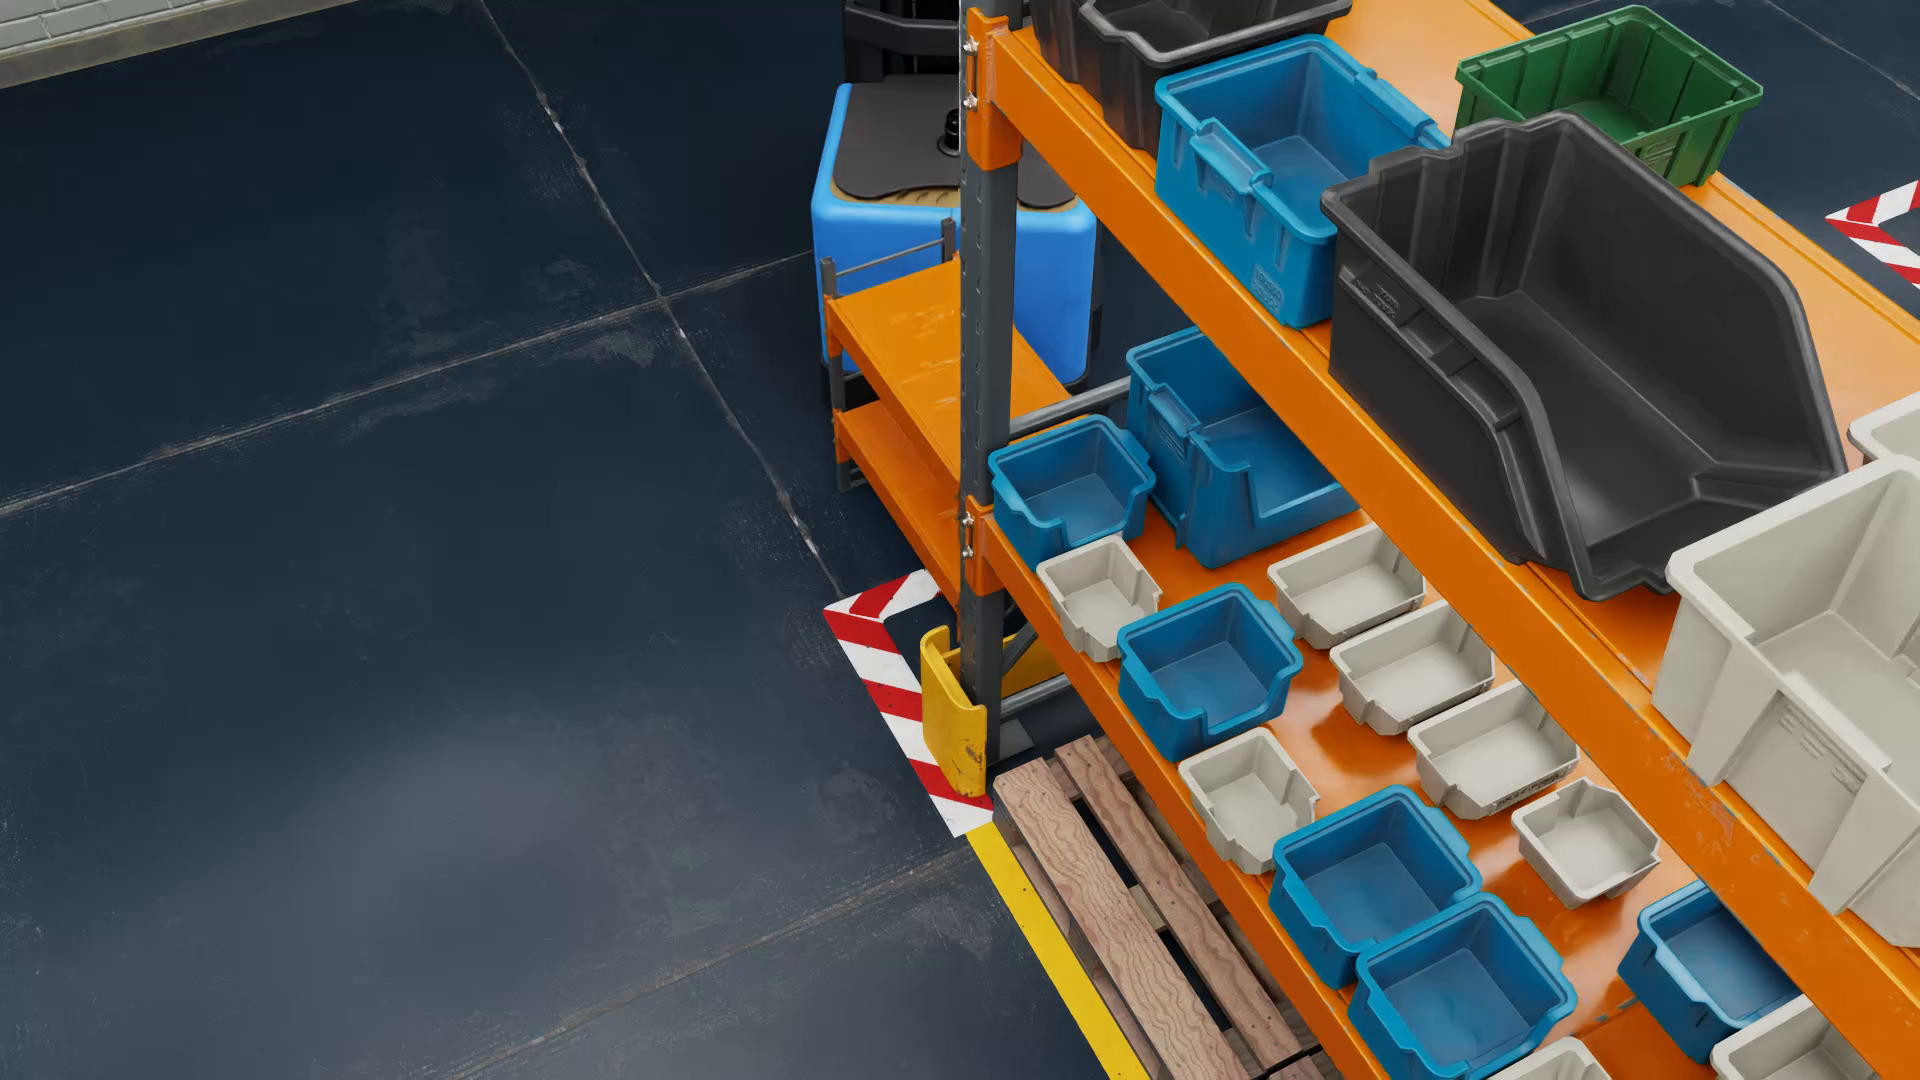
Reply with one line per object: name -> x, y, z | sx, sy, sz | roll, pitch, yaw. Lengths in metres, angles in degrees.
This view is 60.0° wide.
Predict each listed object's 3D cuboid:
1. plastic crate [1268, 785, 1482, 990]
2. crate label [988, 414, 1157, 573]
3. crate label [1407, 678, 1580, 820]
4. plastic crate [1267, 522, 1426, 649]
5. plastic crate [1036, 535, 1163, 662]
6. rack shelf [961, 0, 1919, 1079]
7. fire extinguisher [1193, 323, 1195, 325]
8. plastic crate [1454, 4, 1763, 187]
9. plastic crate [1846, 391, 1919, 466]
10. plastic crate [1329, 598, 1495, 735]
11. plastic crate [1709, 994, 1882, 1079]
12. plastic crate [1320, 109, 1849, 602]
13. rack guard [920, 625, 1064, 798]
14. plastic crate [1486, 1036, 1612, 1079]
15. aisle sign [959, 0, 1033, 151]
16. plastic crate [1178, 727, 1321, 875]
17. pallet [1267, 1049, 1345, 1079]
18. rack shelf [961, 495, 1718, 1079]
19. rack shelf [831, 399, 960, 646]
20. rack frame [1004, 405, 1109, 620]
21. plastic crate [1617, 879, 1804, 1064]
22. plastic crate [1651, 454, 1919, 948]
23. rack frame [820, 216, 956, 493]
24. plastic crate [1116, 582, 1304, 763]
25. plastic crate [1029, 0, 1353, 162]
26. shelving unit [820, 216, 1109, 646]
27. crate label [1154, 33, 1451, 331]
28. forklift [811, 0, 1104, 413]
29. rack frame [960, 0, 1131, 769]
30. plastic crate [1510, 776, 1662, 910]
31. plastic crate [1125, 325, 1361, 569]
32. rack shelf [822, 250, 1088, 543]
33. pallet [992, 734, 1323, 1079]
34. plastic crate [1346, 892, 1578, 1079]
plastic crate -> 0.894, 0.774, 3.652 | 0.416, 0.233, 0.300 | -21, 52, -18
crate label -> 0.292, -0.107, 4.422 | 0.416, 0.233, 0.303 | -21, 52, -18
crate label -> 1.275, 0.506, 3.950 | 0.396, 0.136, 0.243 | -21, 52, -18
plastic crate -> 1.006, 0.129, 4.280 | 0.396, 0.136, 0.243 | -21, 52, -18
plastic crate -> 0.365, 0.168, 4.246 | 0.250, 0.136, 0.298 | -21, 52, -18
rack shelf -> 1.387, 0.167, 2.597 | 1.077, 0.370, 4.000 | -21, 52, -18
fire extinguisher -> 0.807, -0.531, 5.020 | 0.296, 0.674, 0.183 | -21, 52, -18
plastic crate -> 1.177, -0.777, 3.085 | 0.450, 0.188, 0.336 | -21, 52, -18
plastic crate -> 1.638, -0.025, 2.461 | 0.437, 0.136, 0.530 | -21, 52, -18
plastic crate -> 1.125, 0.328, 4.106 | 0.396, 0.136, 0.243 | -21, 52, -18
plastic crate -> 1.767, 1.190, 3.256 | 0.437, 0.282, 0.530 | -21, 52, -18
plastic crate -> 0.926, -0.271, 2.543 | 0.504, 0.338, 0.767 | -21, 52, -18
rack guard -> 0.449, 0.390, 5.577 | 1.175, 0.500, 0.348 | -21, 52, -18
plastic crate -> 1.238, 1.261, 3.290 | 0.293, 0.136, 0.466 | -21, 52, -18
aisle sign -> 0.174, -1.223, 3.600 | 0.394, 0.787, 0.004 | -21, 52, -18
plastic crate -> 0.675, 0.622, 3.849 | 0.250, 0.136, 0.298 | -21, 52, -18
pallet -> 1.369, 1.877, 4.468 | 1.003, 0.211, 1.213 | -21, 52, -18
rack shelf -> 1.387, 1.154, 3.726 | 1.077, 0.370, 4.000 | -21, 52, -18
rack shelf -> -0.006, -0.149, 5.958 | 0.538, 0.278, 1.000 | -22, 52, -18
rack frame -> 0.230, 0.029, 5.477 | 0.500, 1.125, 0.032 | -22, 52, -18
plastic crate -> 1.639, 0.900, 3.541 | 0.416, 0.233, 0.300 | -21, 52, -18
plastic crate -> 1.211, 0.220, 2.151 | 0.437, 0.282, 0.530 | -21, 52, -18
rack frame -> -0.243, -0.649, 6.070 | 0.500, 1.125, 0.032 | -22, 52, -18
plastic crate -> 0.593, 0.333, 4.037 | 0.416, 0.233, 0.300 | -21, 52, -18
plastic crate -> 0.400, -1.012, 3.236 | 0.497, 0.269, 0.590 | -21, 52, -18
shelving unit -> -0.006, -0.310, 5.774 | 0.538, 1.125, 1.048 | -22, 52, -18
crate label -> 0.606, -0.631, 2.915 | 0.408, 0.251, 0.502 | -21, 52, -18
forklift -> 0.096, -2.511, 6.499 | 1.130, 2.935, 3.031 | 4, 49, 3
rack frame -> 0.472, -0.421, 4.626 | 1.000, 3.000, 0.127 | -21, 52, -18
plastic crate -> 1.427, 0.698, 3.782 | 0.298, 0.136, 0.250 | -21, 52, -18
plastic crate -> 0.791, -0.293, 4.450 | 0.616, 0.435, 0.499 | -21, 52, -18
rack shelf -> -0.006, -0.502, 5.553 | 0.538, 0.278, 1.000 | -22, 52, -18
pallet -> 0.814, 1.062, 5.181 | 1.003, 0.211, 1.213 | -21, 52, -18
plastic crate -> 1.032, 0.975, 3.476 | 0.416, 0.233, 0.300 | -21, 52, -18
